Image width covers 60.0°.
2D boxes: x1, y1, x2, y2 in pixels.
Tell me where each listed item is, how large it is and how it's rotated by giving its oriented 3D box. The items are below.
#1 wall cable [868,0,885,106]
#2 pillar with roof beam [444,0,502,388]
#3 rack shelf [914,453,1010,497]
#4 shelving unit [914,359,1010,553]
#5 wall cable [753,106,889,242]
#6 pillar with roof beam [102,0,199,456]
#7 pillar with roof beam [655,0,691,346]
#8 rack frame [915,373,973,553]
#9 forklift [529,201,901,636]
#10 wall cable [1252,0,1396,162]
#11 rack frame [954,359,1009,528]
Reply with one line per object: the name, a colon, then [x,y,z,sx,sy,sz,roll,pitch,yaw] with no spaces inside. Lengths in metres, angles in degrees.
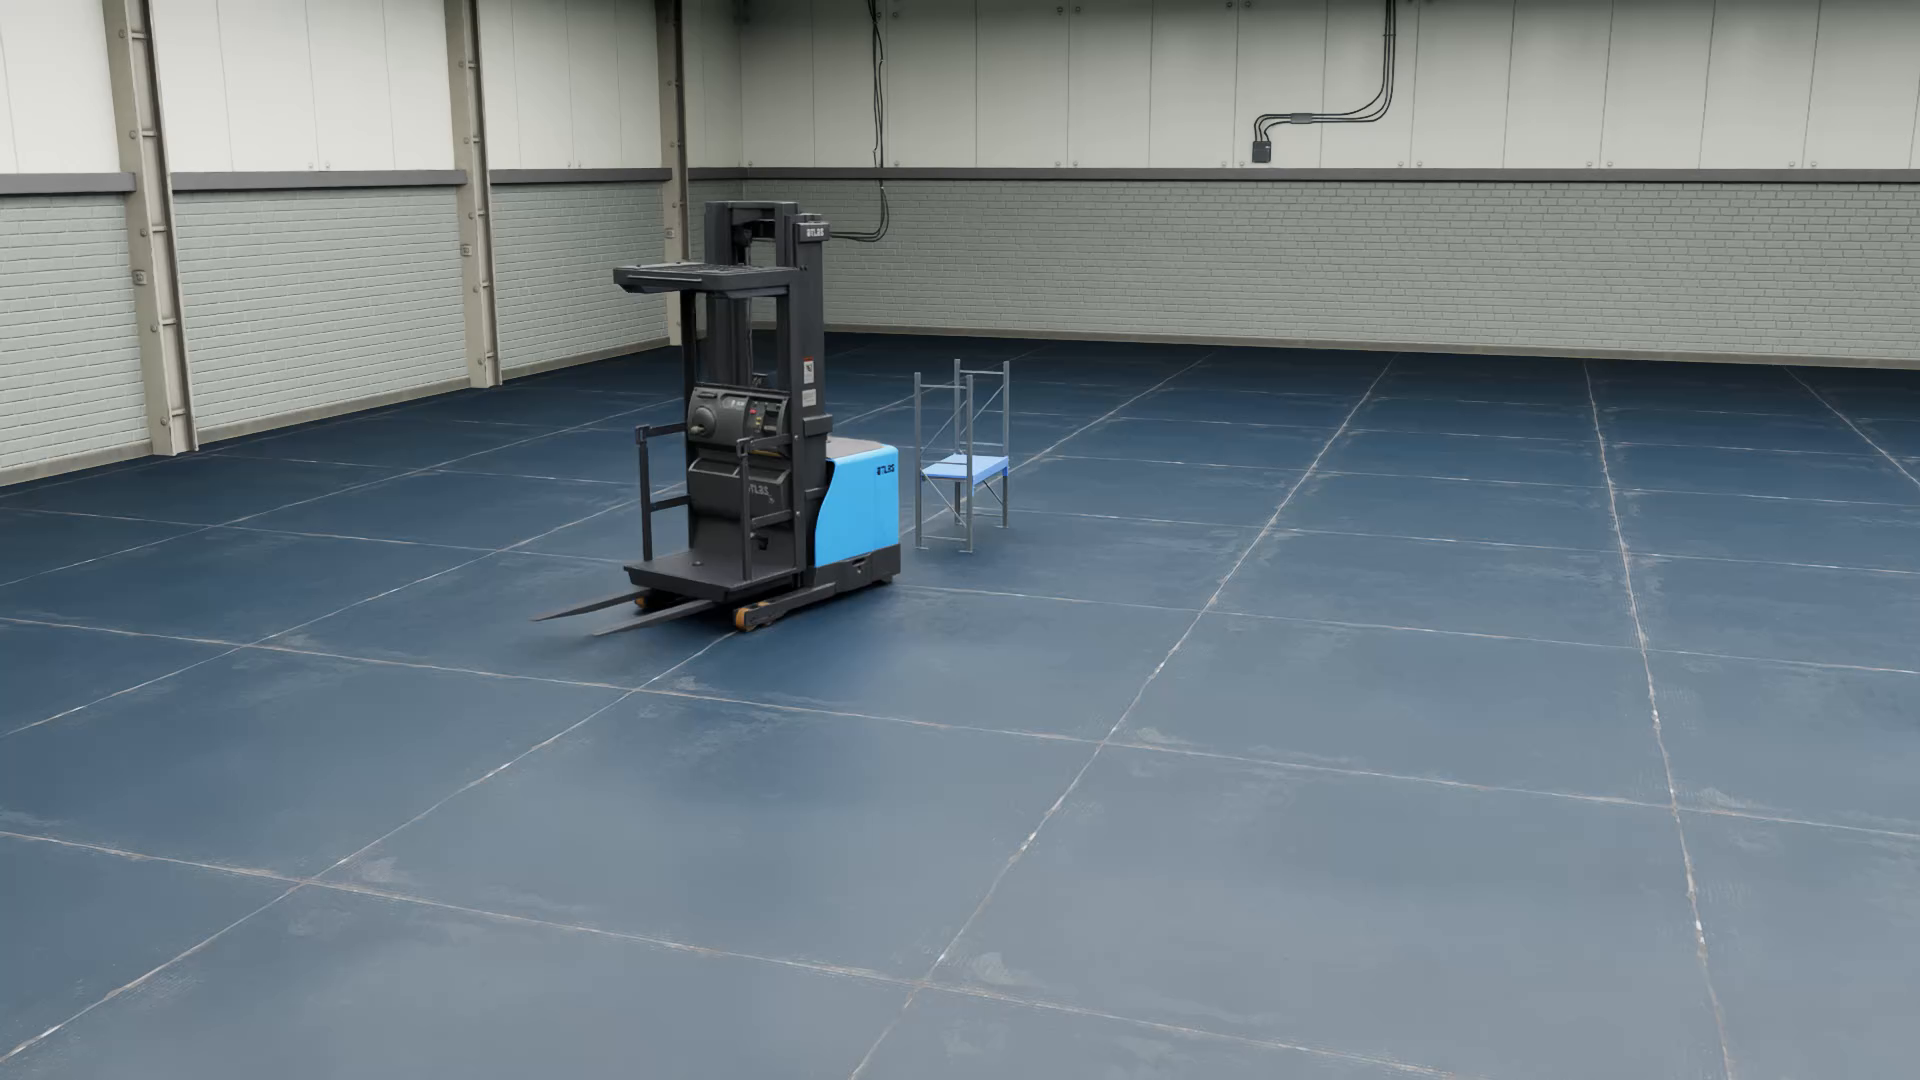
wall cable: [-0.251,-9.189,30.154,3.097,2.526,0.112,4,14,18]
pillar with roof beam: [-2.883,-6.337,22.031,9.100,9.000,0.400,4,14,18]
rack shelf: [0.028,-0.574,14.440,0.538,0.185,1.000,4,14,18]
shelving unit: [0.028,-0.749,14.400,0.538,1.500,1.048,4,14,18]
wall cable: [-2.811,-6.922,31.570,3.097,2.526,0.112,4,14,18]
pillar with roof beam: [-4.825,-5.074,16.496,9.100,9.000,0.400,4,14,18]
pillar with roof beam: [-0.942,-7.601,27.565,9.100,9.000,0.400,4,14,18]
rack frame: [-0.137,-0.642,13.931,0.500,1.500,0.032,4,14,18]
forklift: [-1.736,-0.911,11.890,1.130,2.935,3.031,9,16,35]
wall cable: [6.167,-9.407,27.836,2.305,6.003,0.169,4,14,18]
rack frame: [0.192,-0.856,14.869,0.500,1.500,0.032,4,14,18]
